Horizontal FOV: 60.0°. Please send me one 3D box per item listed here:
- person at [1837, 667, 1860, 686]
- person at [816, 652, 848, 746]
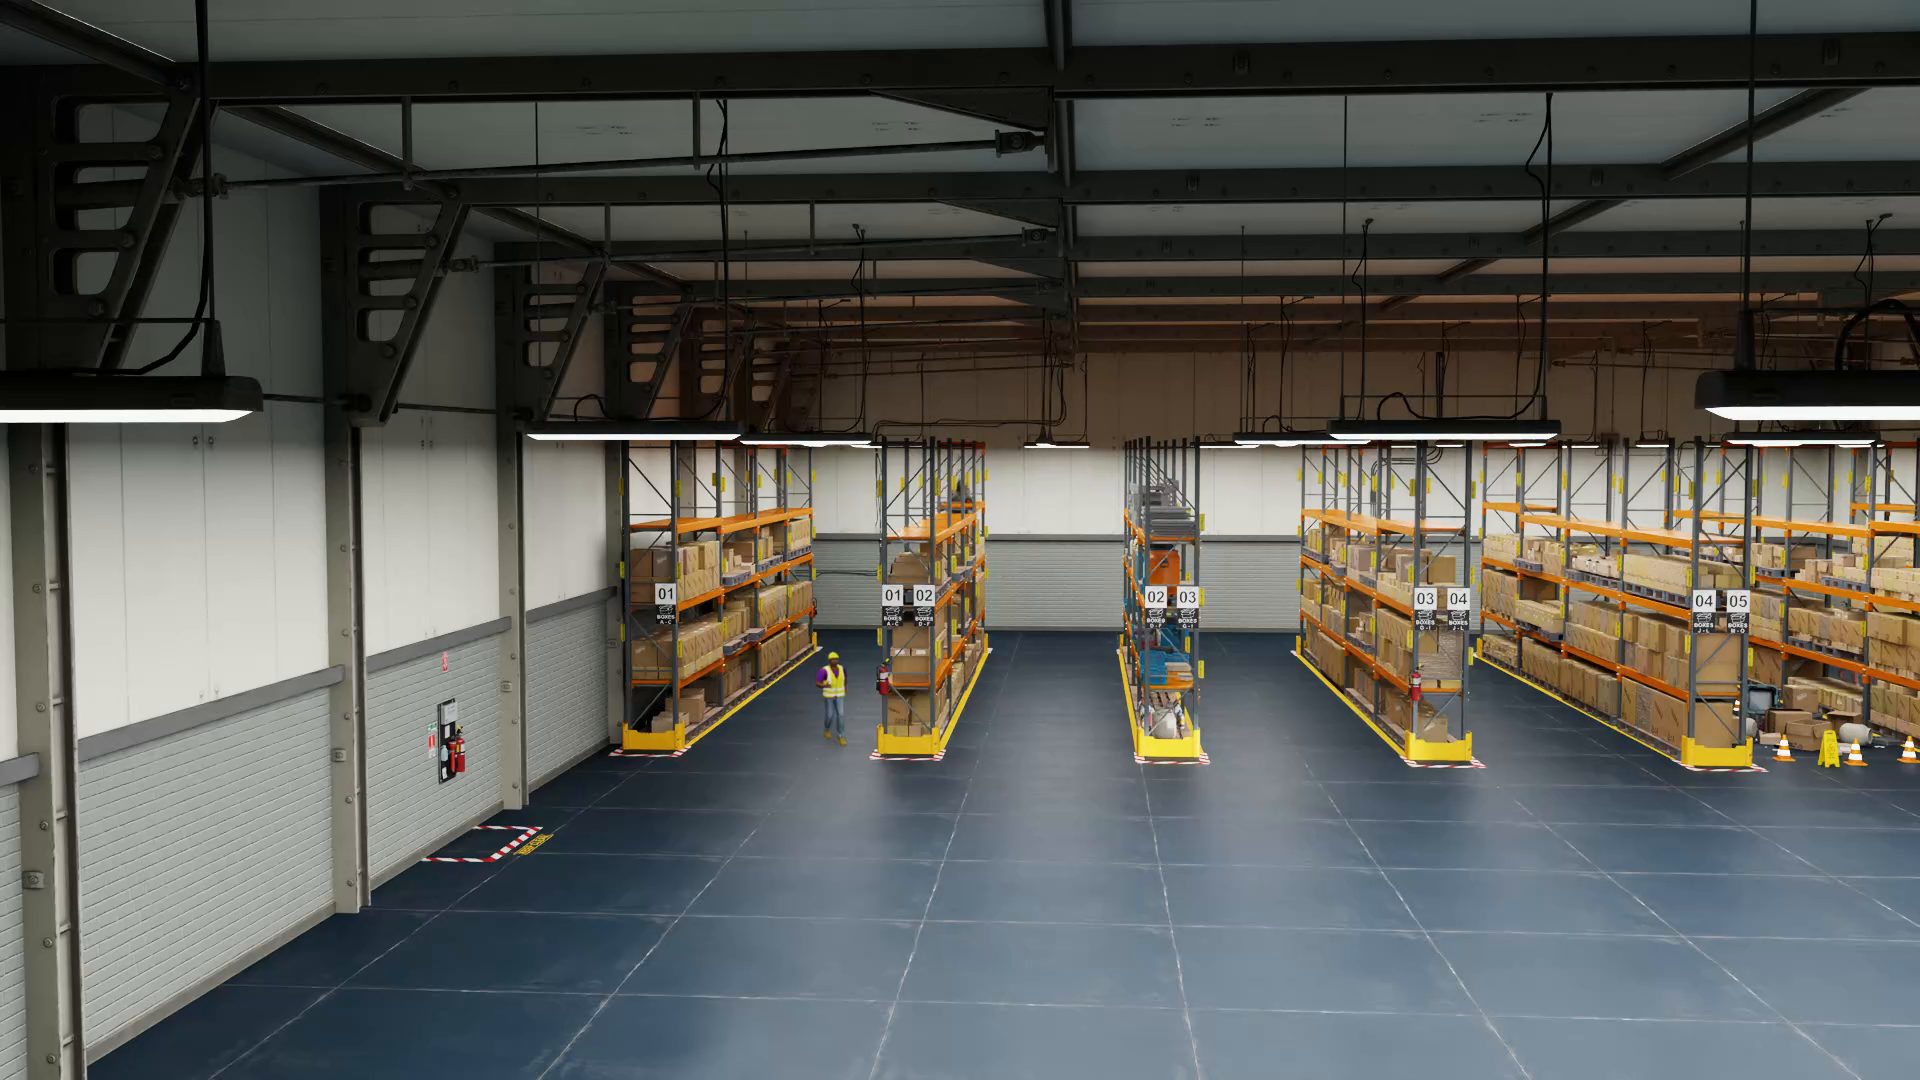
[{"bbox_3d":[21.269,2.756,39.746,0.562,1.705,0.728,0,3,0],"label":"person"},{"bbox_3d":[-2.485,3.077,32.503,0.695,1.782,0.942,-1,3,-19],"label":"person"}]
